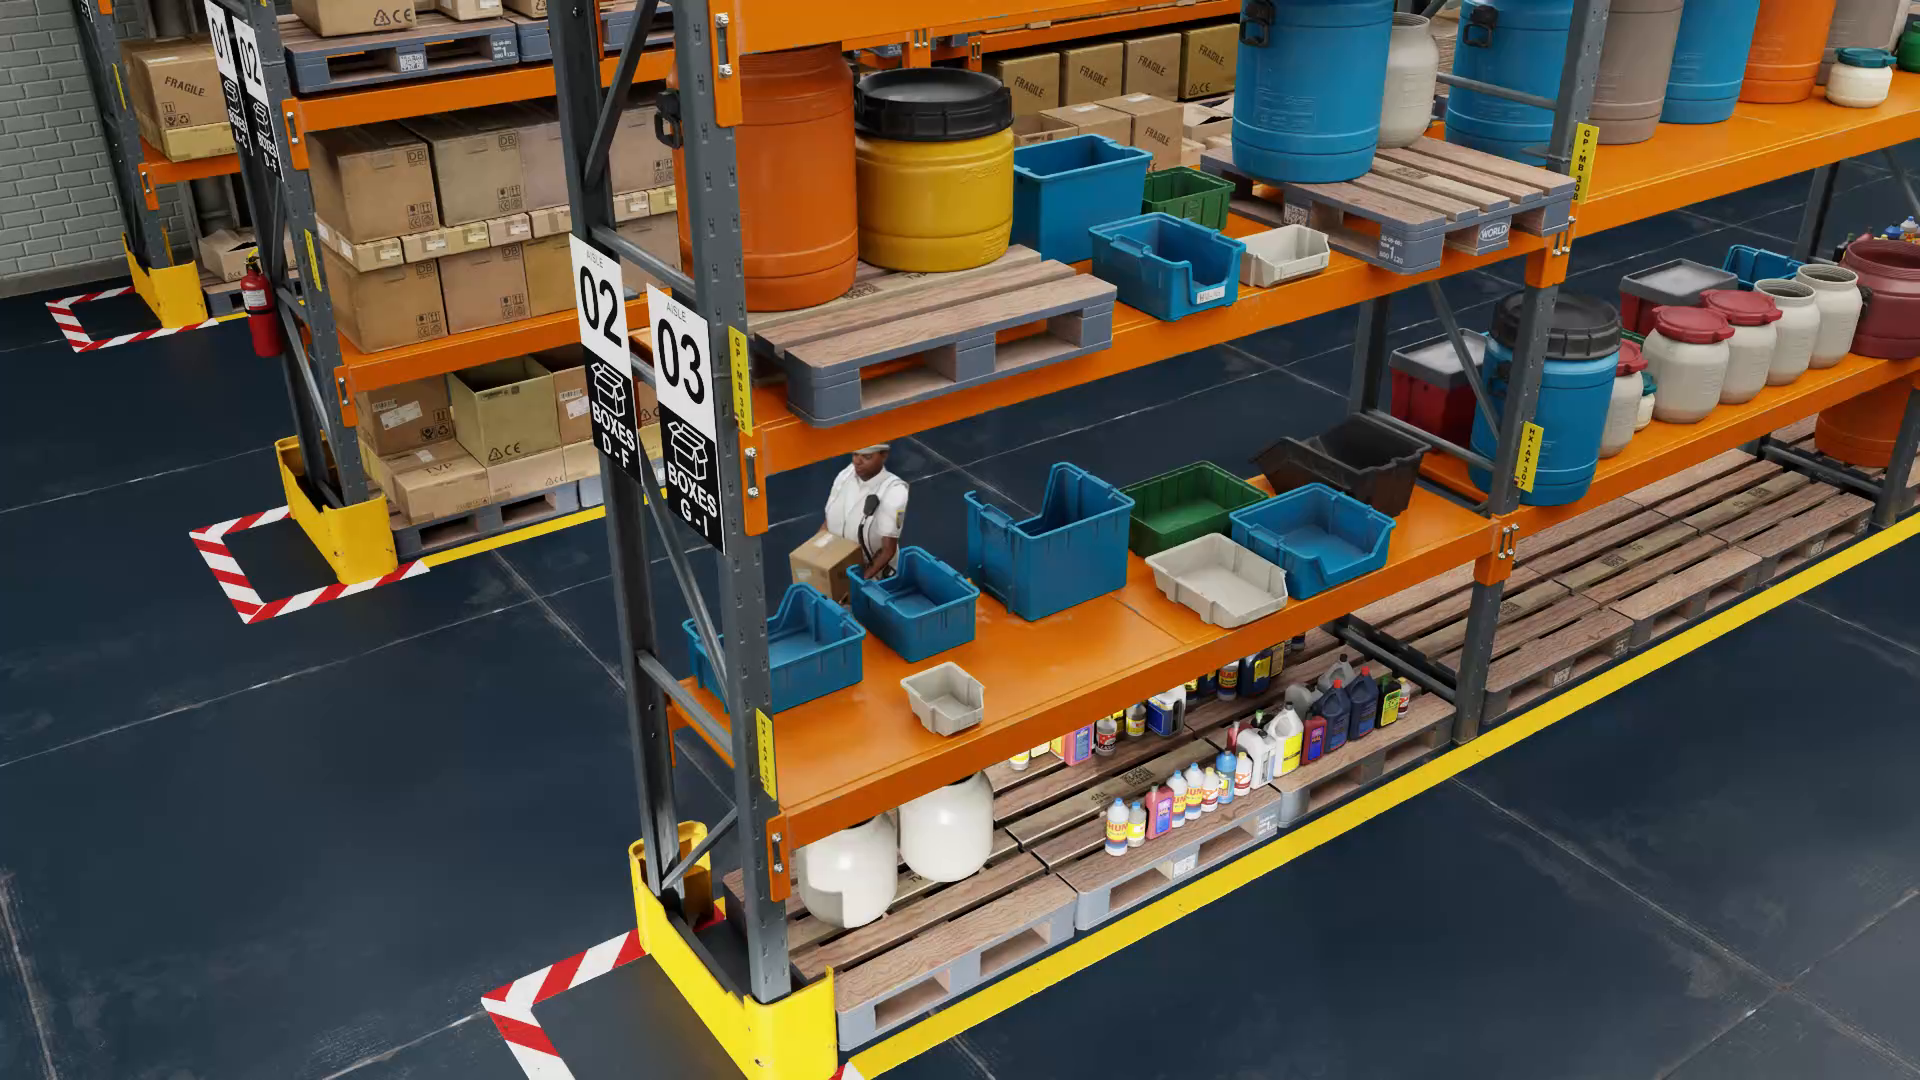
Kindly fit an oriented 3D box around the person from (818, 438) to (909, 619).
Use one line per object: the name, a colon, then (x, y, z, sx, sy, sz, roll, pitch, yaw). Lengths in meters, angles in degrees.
person: (-0.519, 0.211, 8.215, 0.451, 1.687, 0.537, 20, 35, 32)
